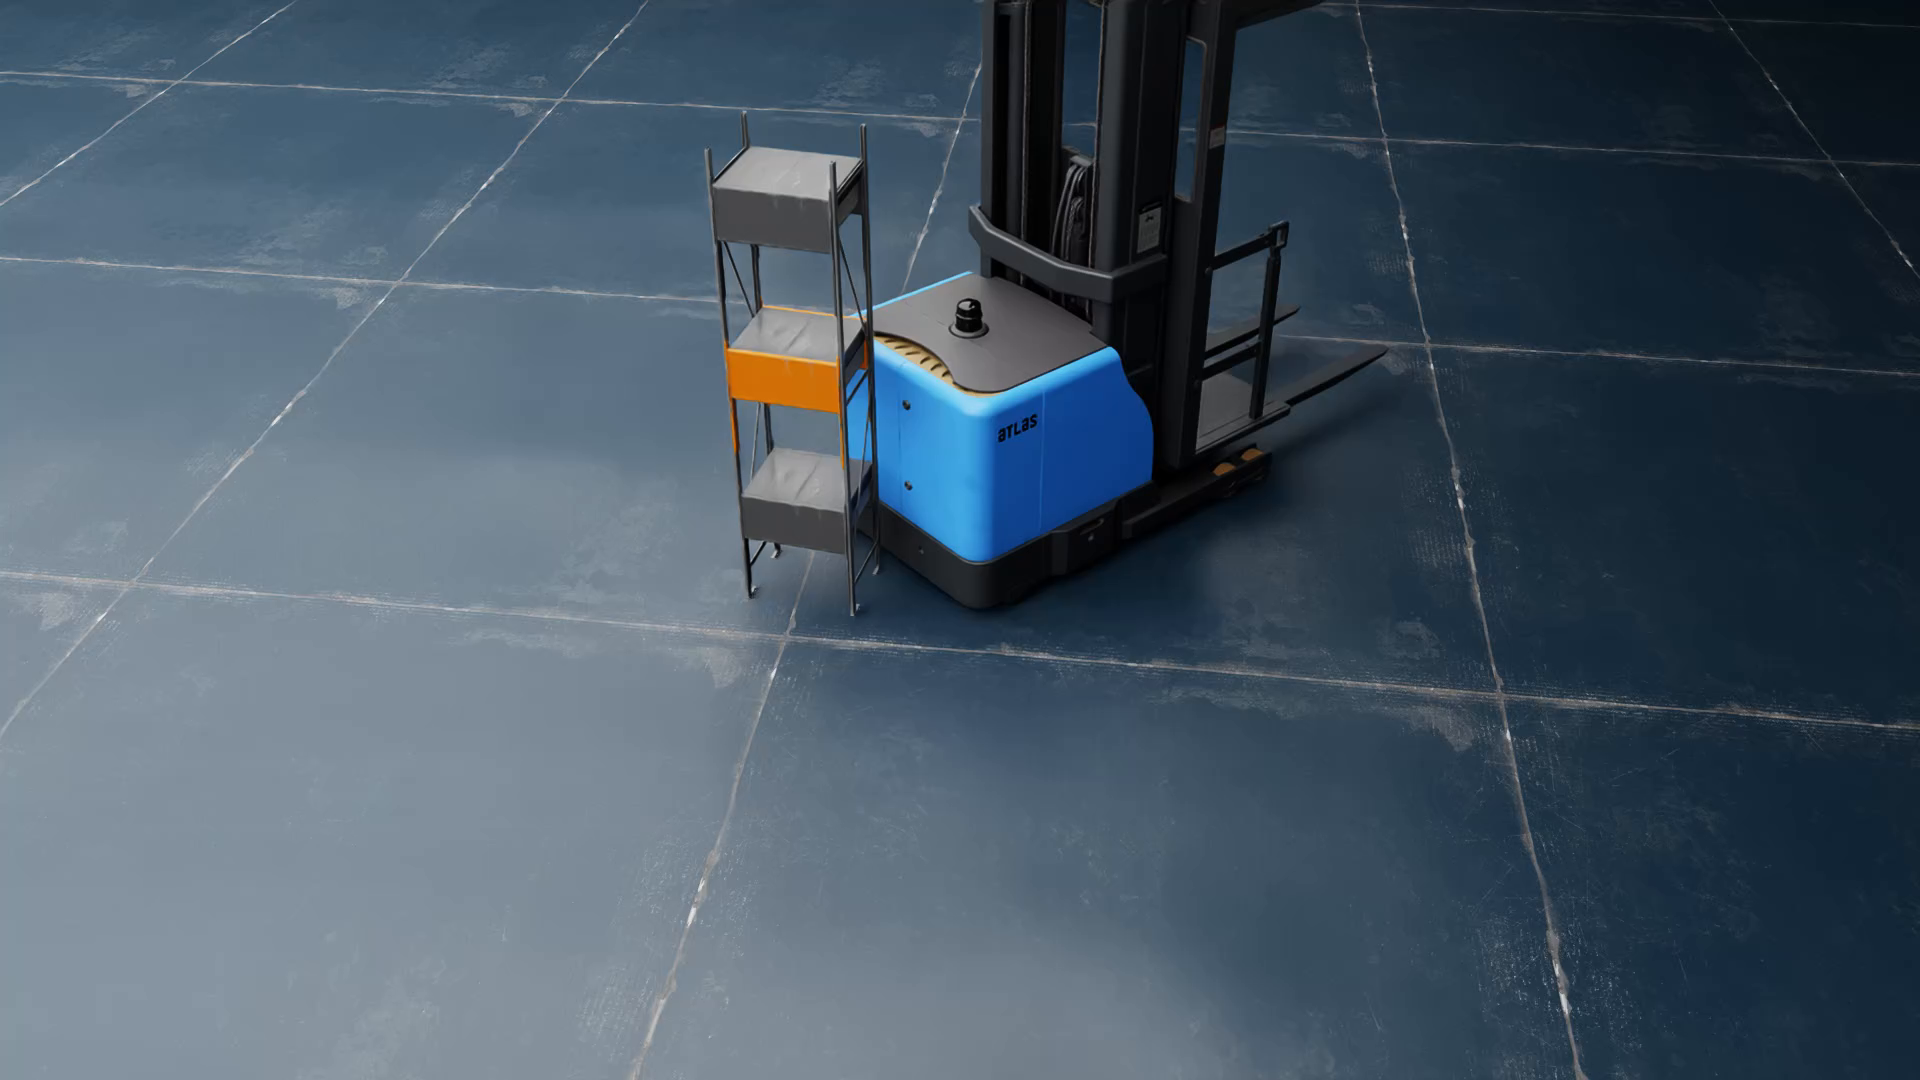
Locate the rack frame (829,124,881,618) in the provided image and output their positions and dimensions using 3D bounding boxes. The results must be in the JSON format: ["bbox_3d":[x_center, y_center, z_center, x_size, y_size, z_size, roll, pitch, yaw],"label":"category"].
[{"bbox_3d":[-0.418,-0.627,6.822,0.015,2.100,0.400,9,36,12],"label":"rack frame"}]

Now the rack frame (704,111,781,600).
[{"bbox_3d":[-0.889,-0.702,6.926,0.015,2.100,0.400,9,36,12],"label":"rack frame"}]

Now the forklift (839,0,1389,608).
[{"bbox_3d":[0.894,-1.611,7.484,3.031,2.935,1.130,-26,43,-31],"label":"forklift"}]

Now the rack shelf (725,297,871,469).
[{"bbox_3d":[-0.654,-0.654,6.882,0.480,0.518,0.431,9,36,12],"label":"rack shelf"}]

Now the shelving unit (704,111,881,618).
[{"bbox_3d":[-0.654,-0.665,6.874,0.503,2.100,0.431,9,36,12],"label":"shelving unit"}]

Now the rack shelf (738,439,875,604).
[{"bbox_3d":[-0.654,-0.084,7.289,0.480,0.518,0.431,9,36,12],"label":"rack shelf"}]

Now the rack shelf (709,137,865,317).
[{"bbox_3d":[-0.654,-1.223,6.475,0.480,0.518,0.431,9,36,12],"label":"rack shelf"}]
